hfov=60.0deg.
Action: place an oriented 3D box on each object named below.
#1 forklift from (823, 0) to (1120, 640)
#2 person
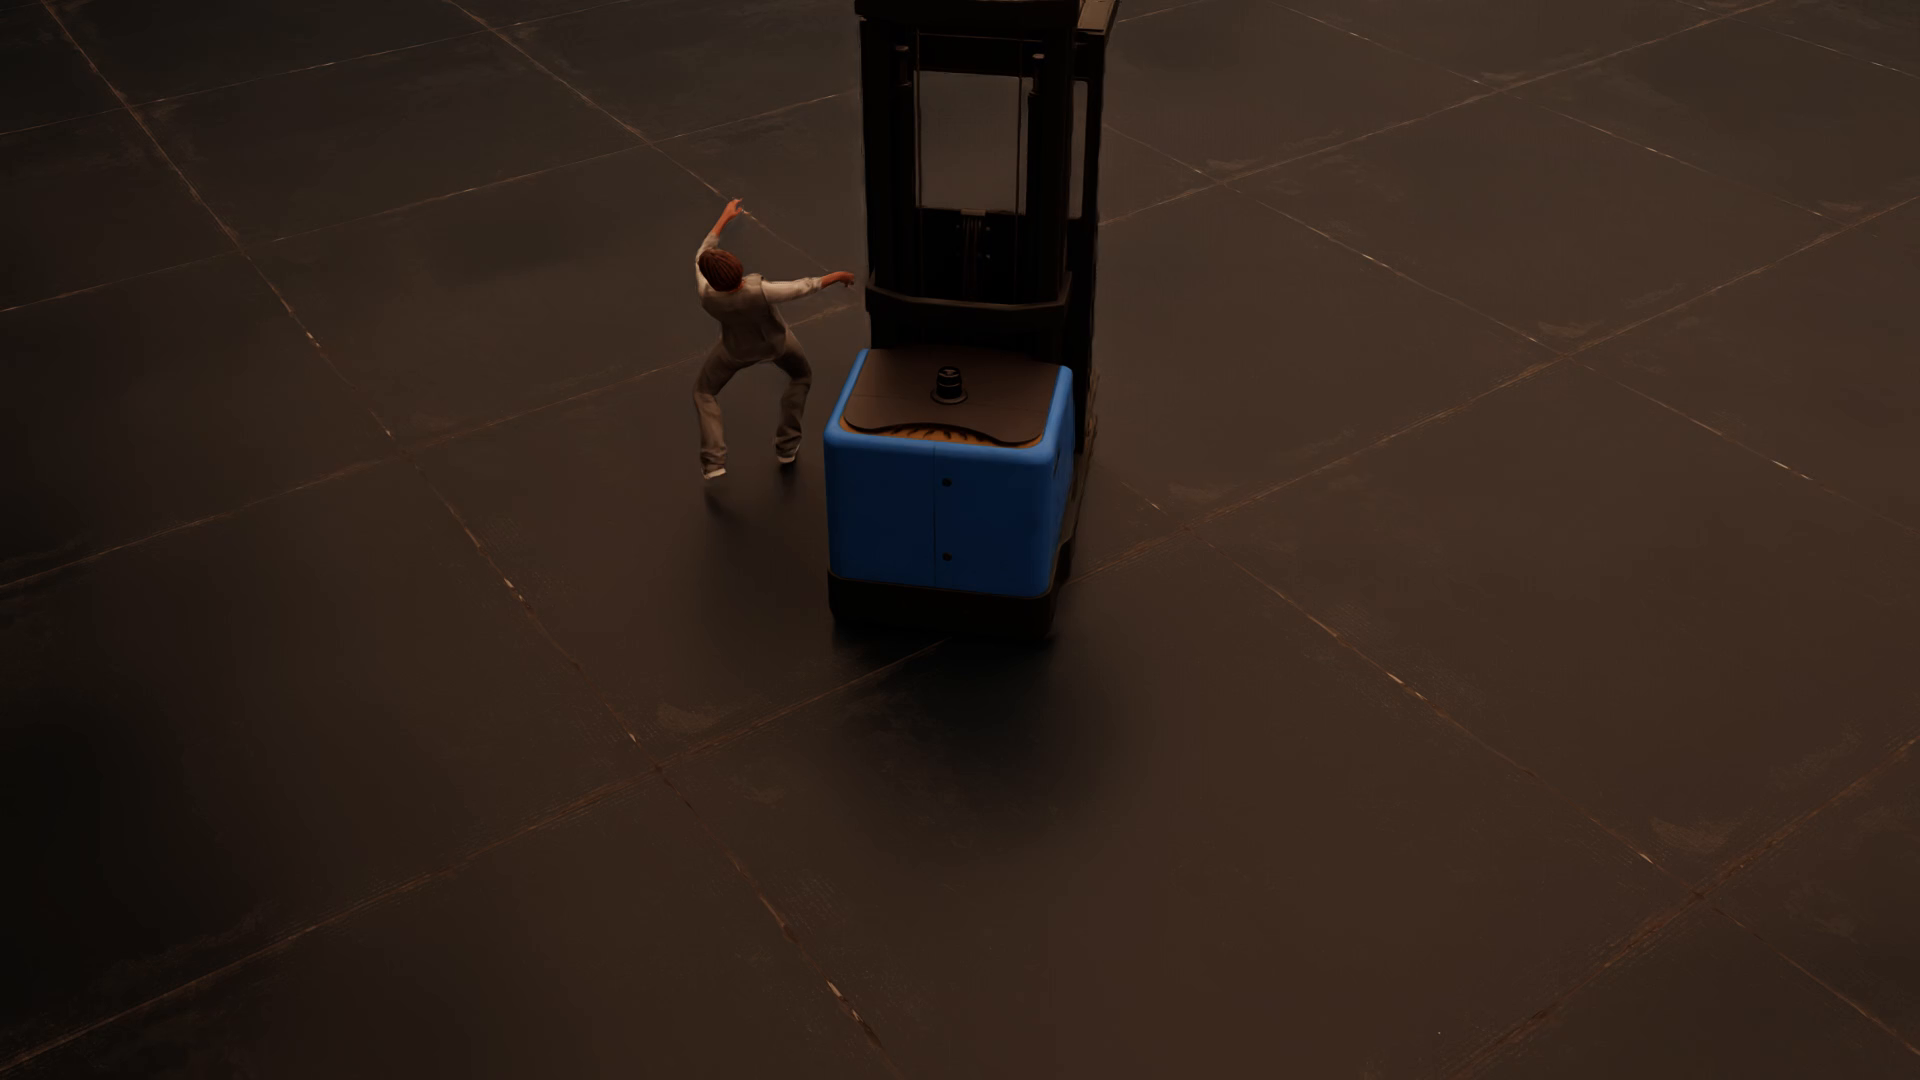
[{"bbox_3d":[0.143,-1.590,8.096,1.130,2.935,3.031,6,37,8],"label":"forklift"},{"bbox_3d":[-0.961,-1.010,8.598,0.917,1.366,0.686,-9,37,-11],"label":"person"}]
